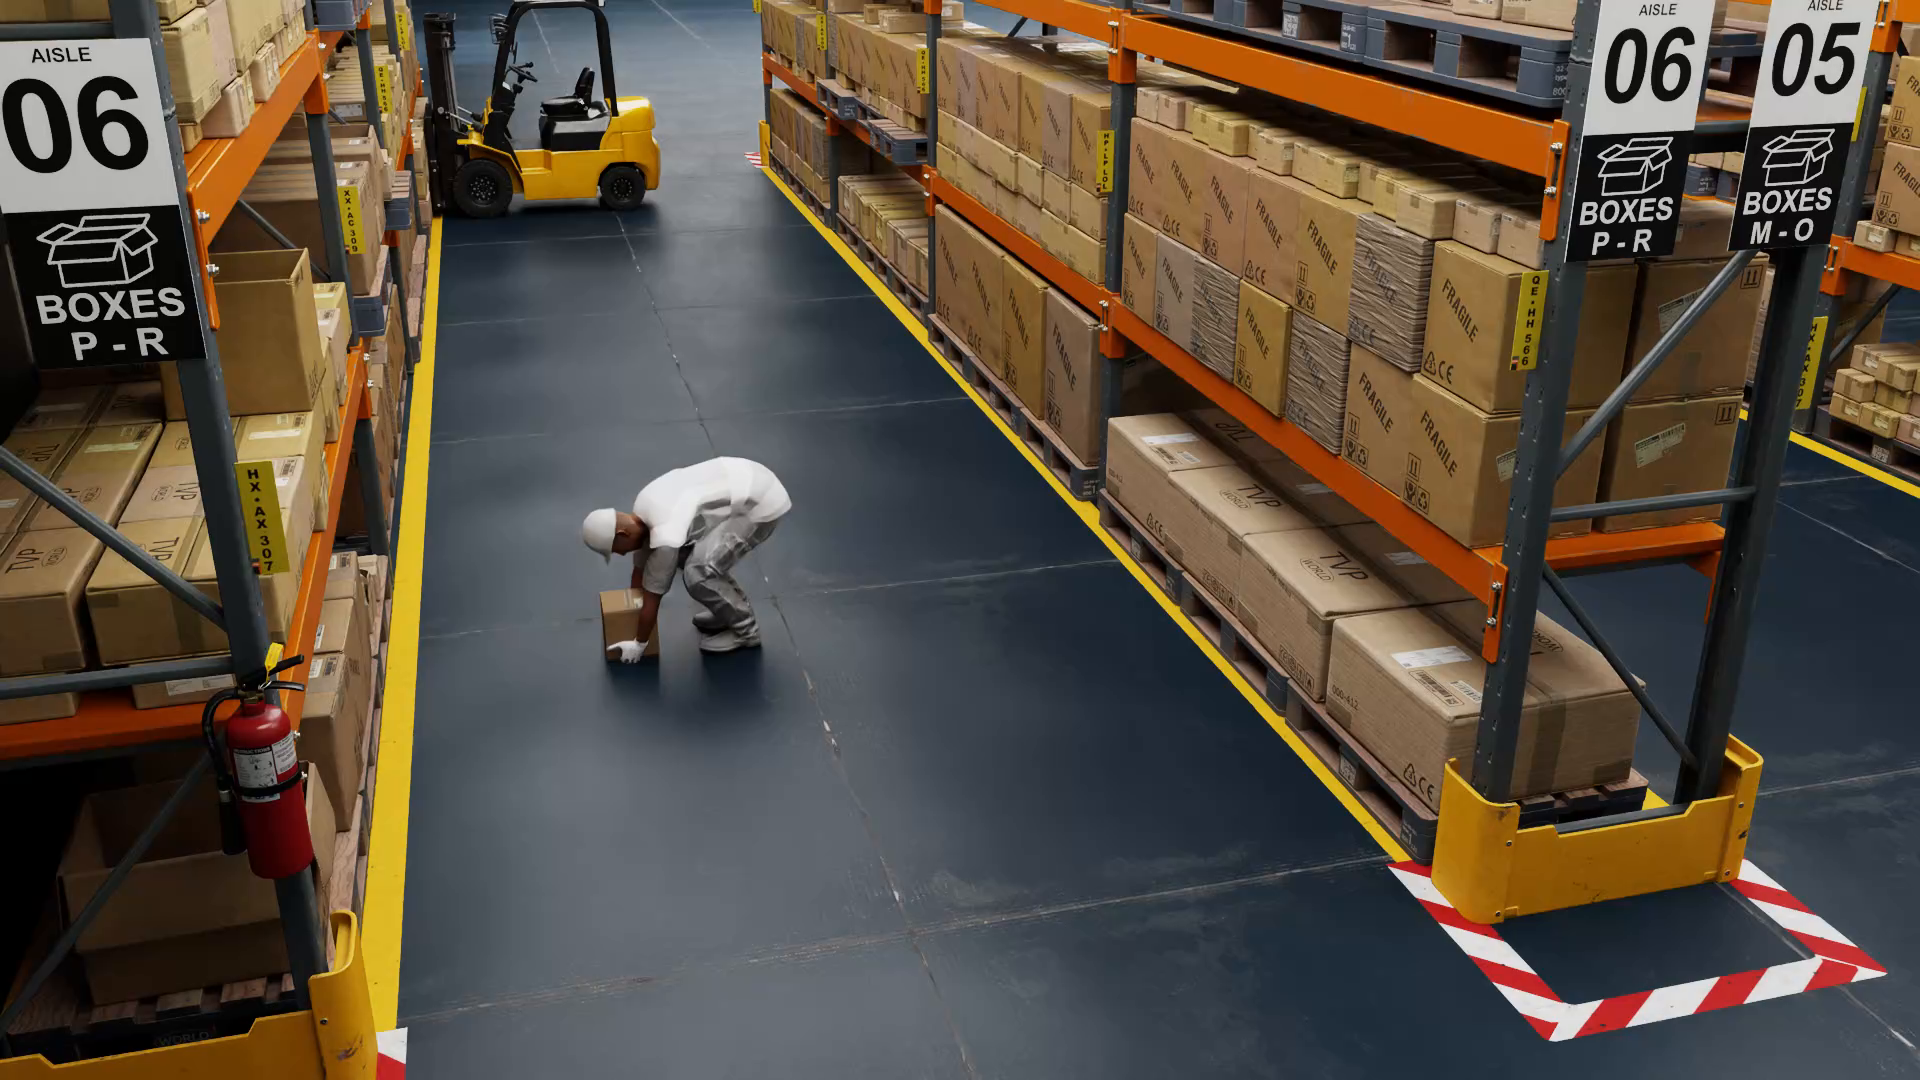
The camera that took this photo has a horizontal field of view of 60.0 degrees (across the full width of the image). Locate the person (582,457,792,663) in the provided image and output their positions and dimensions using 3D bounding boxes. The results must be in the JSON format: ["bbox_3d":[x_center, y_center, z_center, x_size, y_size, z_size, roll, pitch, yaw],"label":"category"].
[{"bbox_3d":[-1.303,0.085,8.016,0.986,0.917,0.535,-7,24,-17],"label":"person"}]
